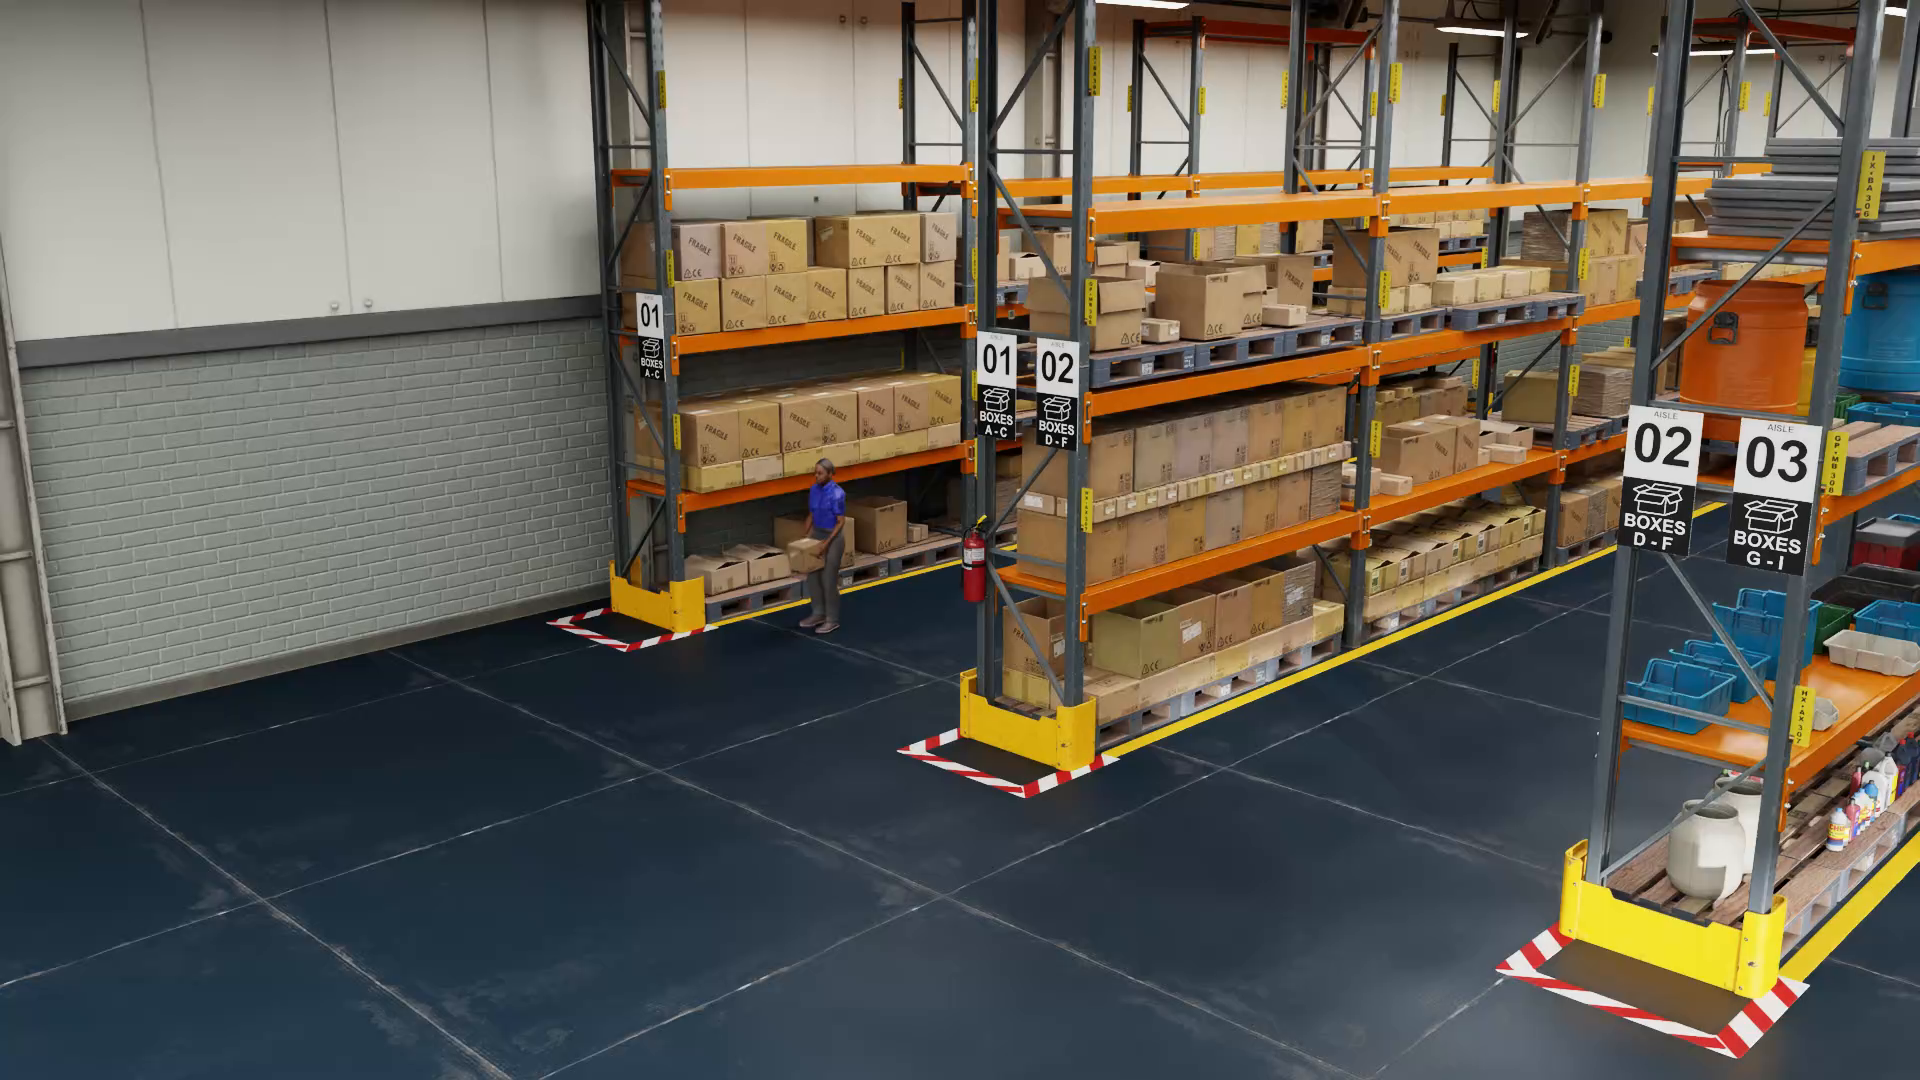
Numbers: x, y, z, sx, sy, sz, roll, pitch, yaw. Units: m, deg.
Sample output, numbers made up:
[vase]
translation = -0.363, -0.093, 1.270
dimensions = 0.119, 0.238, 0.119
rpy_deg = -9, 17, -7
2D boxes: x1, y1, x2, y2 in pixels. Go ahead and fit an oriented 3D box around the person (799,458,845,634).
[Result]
[person]
translation = -1.307, 0.039, 15.832
dimensions = 0.481, 1.662, 0.397
rpy_deg = 13, 19, 41
